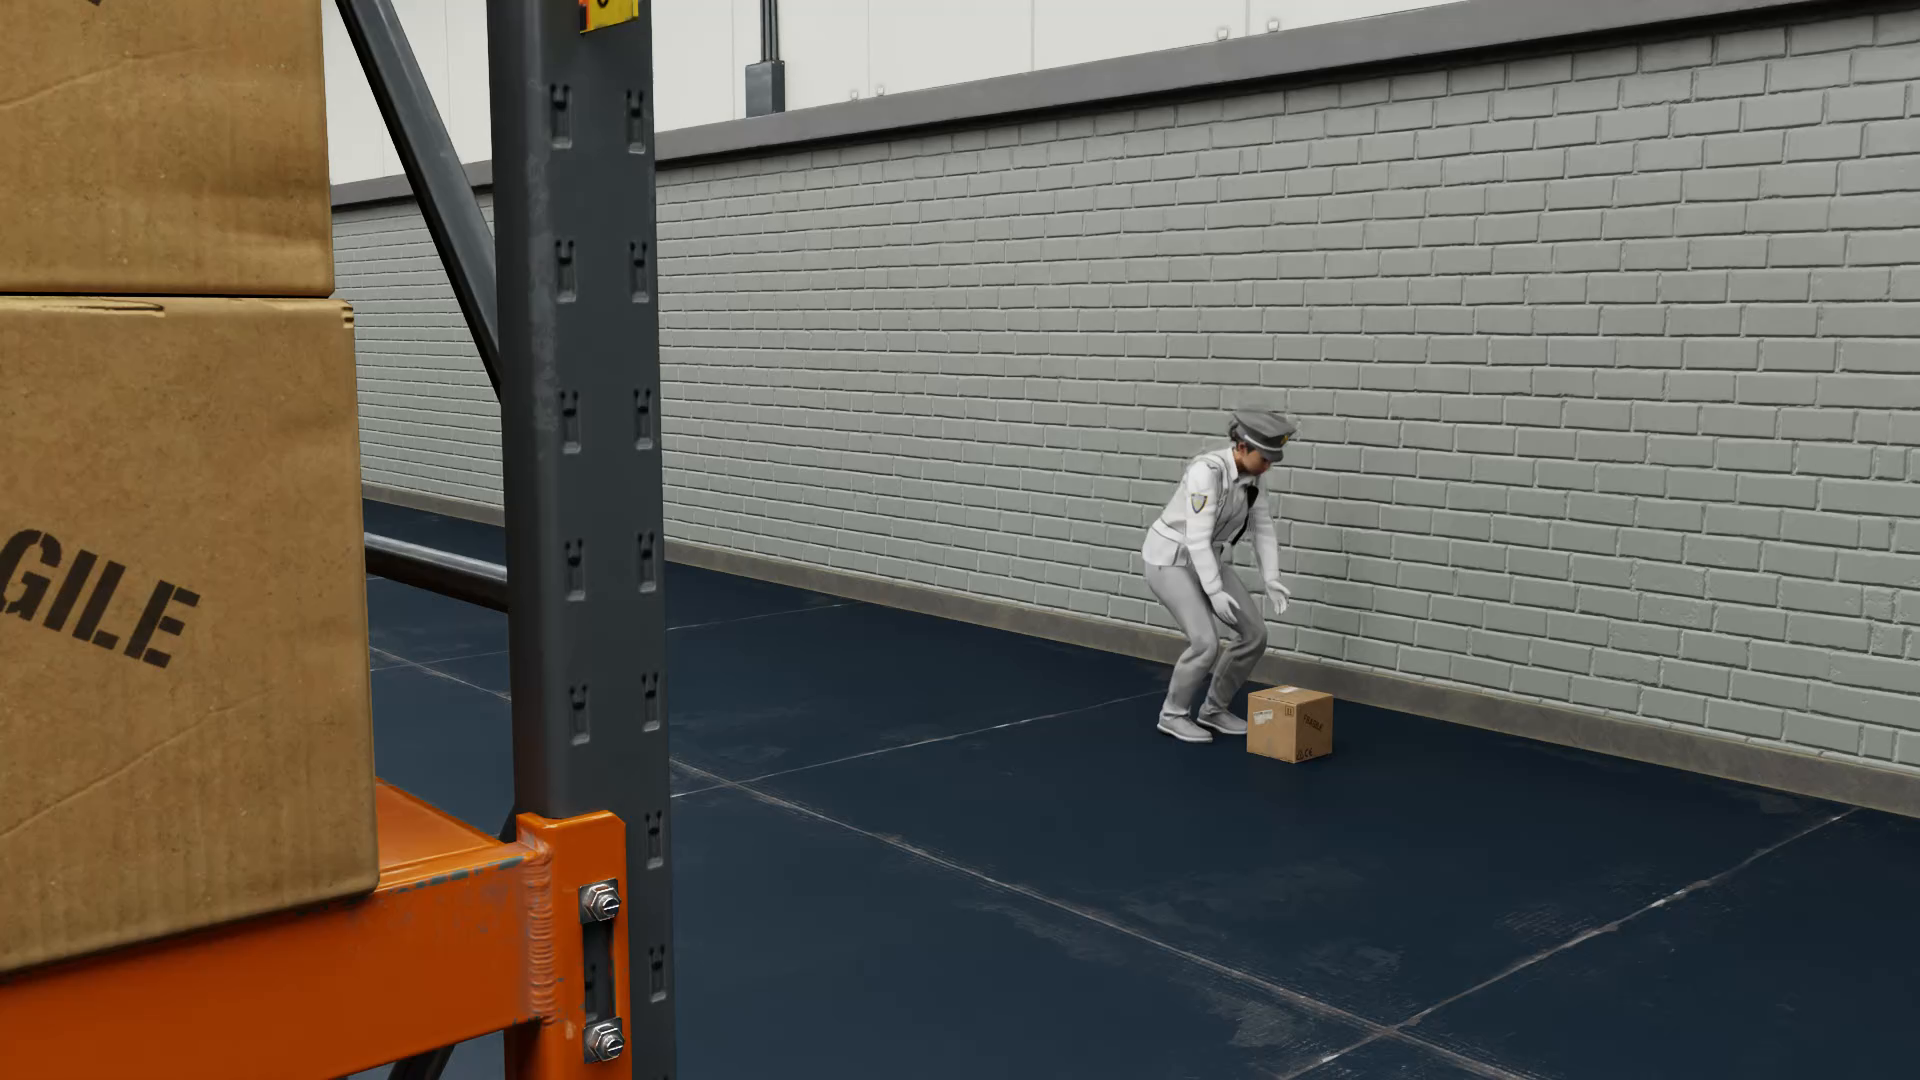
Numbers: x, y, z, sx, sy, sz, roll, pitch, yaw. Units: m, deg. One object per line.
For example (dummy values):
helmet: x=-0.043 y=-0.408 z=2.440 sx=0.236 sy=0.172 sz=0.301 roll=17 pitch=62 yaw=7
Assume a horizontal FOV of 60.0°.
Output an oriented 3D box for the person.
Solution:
person: x=1.122 y=0.144 z=7.146 sx=0.534 sy=1.426 sz=0.674 roll=-6 pitch=10 yaw=-40
